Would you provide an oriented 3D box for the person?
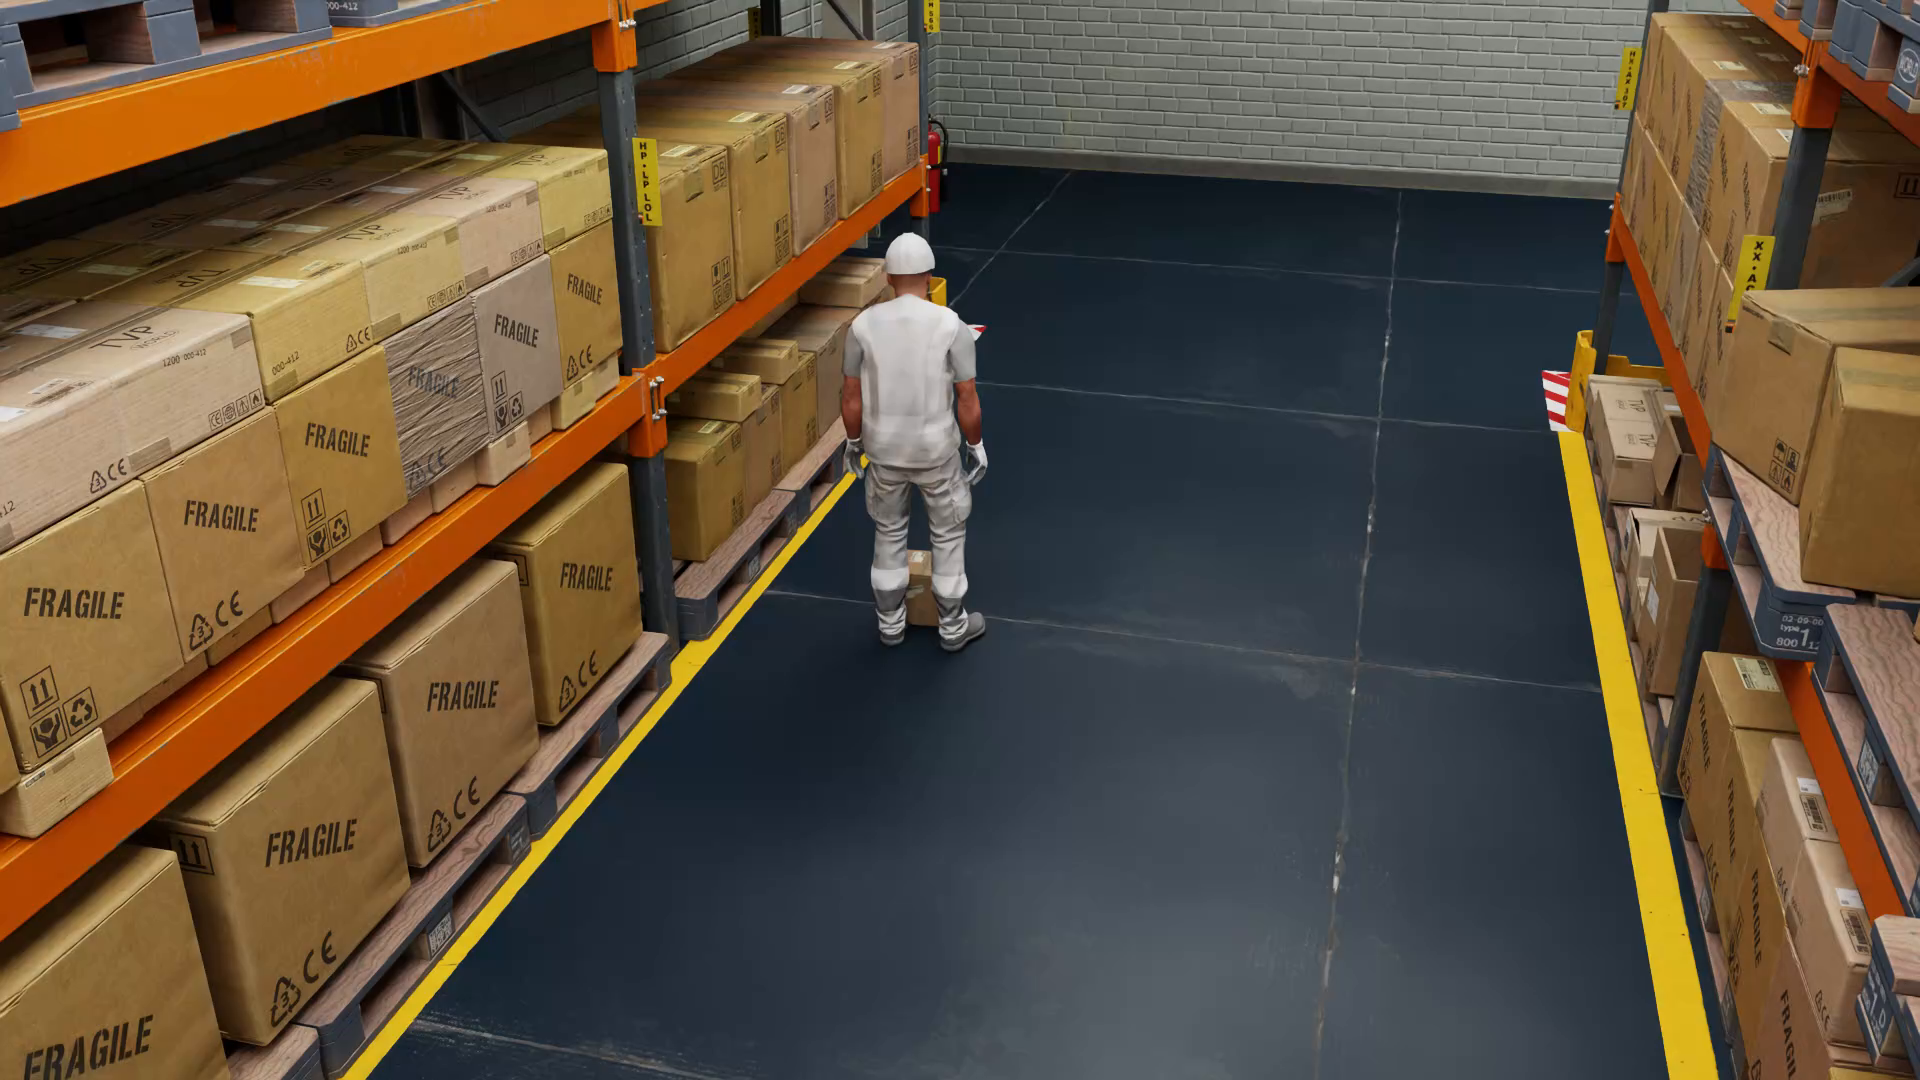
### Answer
[{"bbox_3d":[-0.187,-0.381,6.907,0.610,1.777,0.452,5,26,10],"label":"person"}]
